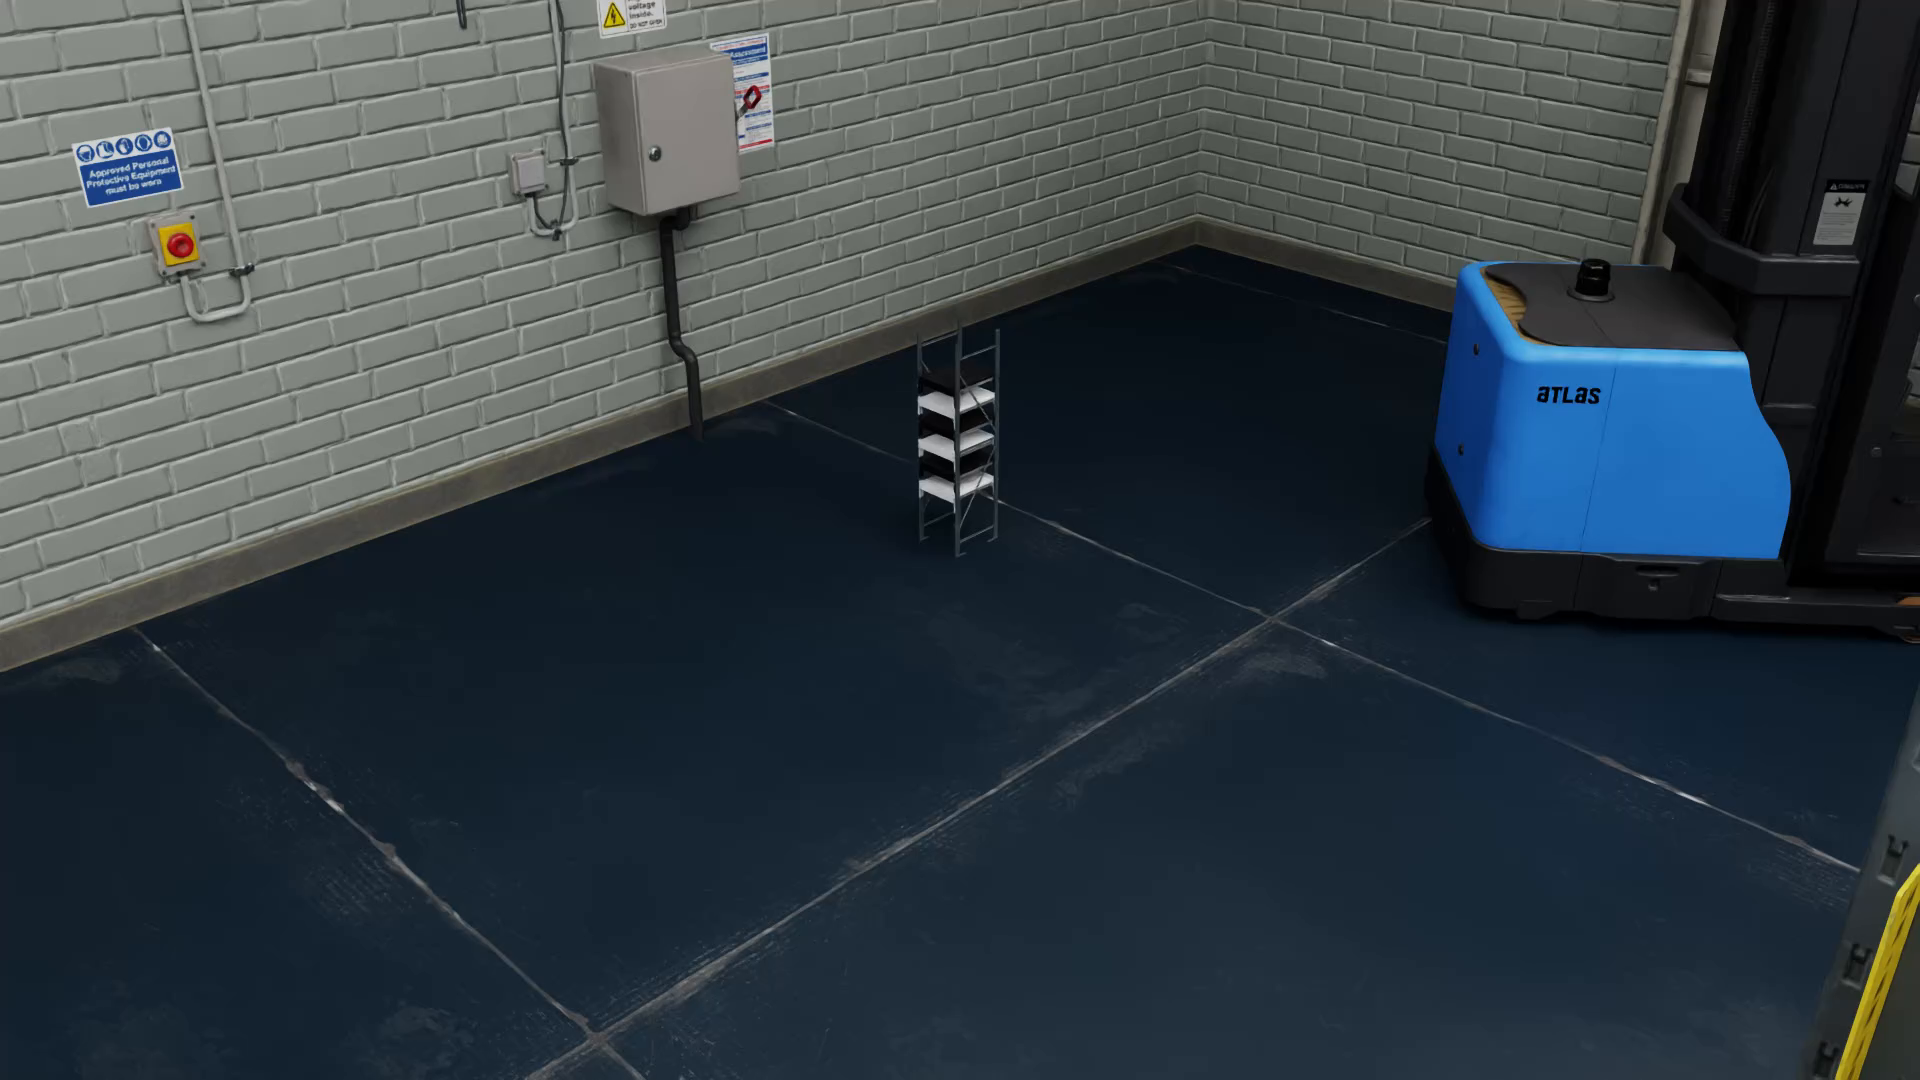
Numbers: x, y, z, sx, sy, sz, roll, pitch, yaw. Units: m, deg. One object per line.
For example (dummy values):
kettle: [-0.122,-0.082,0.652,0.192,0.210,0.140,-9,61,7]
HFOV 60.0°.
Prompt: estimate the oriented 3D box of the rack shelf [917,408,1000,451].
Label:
rack shelf: [-0.006,-0.451,6.519,0.200,0.077,0.258,25,36,38]

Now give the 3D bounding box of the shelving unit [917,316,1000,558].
shelving unit: [-0.006,-0.401,6.546,0.210,0.900,0.258,25,36,38]

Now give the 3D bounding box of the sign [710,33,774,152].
sign: [-0.965,-1.979,7.394,0.001,0.494,0.329,25,36,38]

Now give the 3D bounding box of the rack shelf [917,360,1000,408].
rack shelf: [-0.006,-0.610,6.435,0.200,0.077,0.258,25,36,38]

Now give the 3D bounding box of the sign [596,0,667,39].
sign: [-1.350,-2.205,6.833,0.001,0.242,0.339,25,36,38]

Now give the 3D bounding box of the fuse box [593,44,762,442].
fuse box: [-1.163,-1.220,7.231,0.414,1.711,0.539,25,36,38]

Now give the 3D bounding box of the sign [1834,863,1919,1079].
sign: [0.904,0.456,1.645,0.005,0.325,0.100,25,36,38]

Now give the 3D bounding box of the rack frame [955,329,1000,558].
rack frame: [0.067,-0.368,6.483,0.006,0.900,0.240,25,36,38]

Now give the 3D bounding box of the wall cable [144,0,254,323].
wall cable: [-2.740,-1.604,5.452,0.123,1.953,0.585,25,36,38]

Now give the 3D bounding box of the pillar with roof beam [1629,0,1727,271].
pillar with roof beam: [0.465,-3.362,3.475,0.400,9.000,9.100,25,36,38]

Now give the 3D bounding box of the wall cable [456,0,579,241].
wall cable: [-1.754,-2.065,6.362,0.122,1.984,0.588,25,36,38]

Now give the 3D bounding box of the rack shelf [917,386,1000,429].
rack shelf: [-0.006,-0.531,6.477,0.200,0.077,0.258,25,36,38]

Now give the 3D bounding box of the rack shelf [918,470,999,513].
rack shelf: [-0.006,-0.212,6.645,0.200,0.077,0.258,25,36,38]

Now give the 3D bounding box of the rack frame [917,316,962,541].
rack frame: [-0.078,-0.434,6.609,0.006,0.900,0.240,25,36,38]

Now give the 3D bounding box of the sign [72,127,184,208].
sign: [-2.818,-1.264,5.641,0.001,0.218,0.327,25,36,38]

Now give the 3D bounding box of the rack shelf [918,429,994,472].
rack shelf: [-0.006,-0.371,6.561,0.200,0.077,0.258,25,36,38]

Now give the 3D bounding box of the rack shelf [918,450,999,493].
rack shelf: [-0.006,-0.292,6.603,0.200,0.077,0.258,25,36,38]

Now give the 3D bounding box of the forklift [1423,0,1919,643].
forklift: [3.417,-1.174,5.833,3.031,2.935,1.130,2,28,4]
